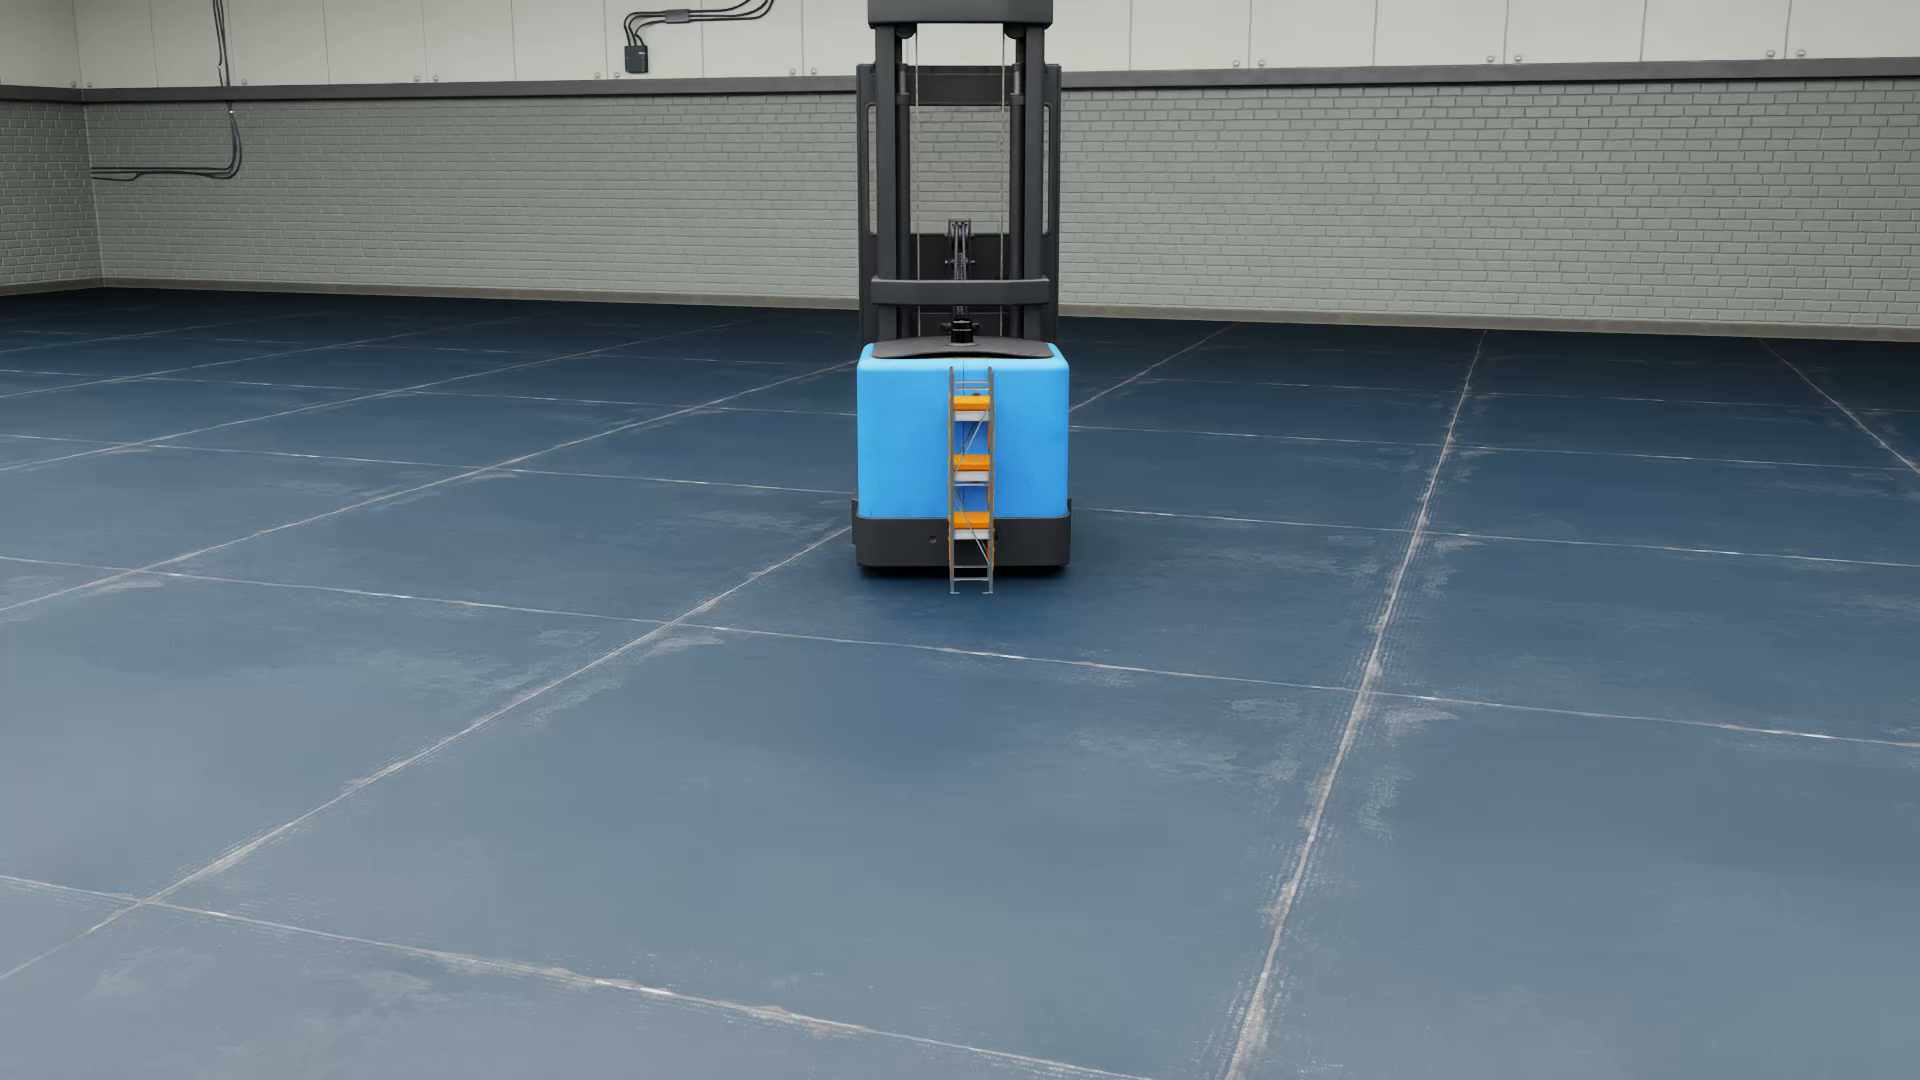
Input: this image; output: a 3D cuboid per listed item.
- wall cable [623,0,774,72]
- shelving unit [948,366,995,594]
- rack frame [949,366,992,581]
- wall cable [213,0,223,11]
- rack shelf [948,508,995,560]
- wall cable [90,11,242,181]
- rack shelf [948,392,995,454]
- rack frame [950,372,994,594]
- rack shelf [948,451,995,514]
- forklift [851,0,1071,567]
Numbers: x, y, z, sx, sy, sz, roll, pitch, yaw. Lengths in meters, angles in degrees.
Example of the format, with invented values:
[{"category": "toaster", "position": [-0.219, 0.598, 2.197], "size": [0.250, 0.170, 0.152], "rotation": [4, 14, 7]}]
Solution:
[{"category": "wall cable", "position": [-3.553, -9.360, 22.131], "size": [2.305, 6.003, 0.169], "rotation": [4, 14, 18]}, {"category": "shelving unit", "position": [0.052, -0.285, 7.875], "size": [0.215, 1.050, 0.252], "rotation": [0, 13, -1]}, {"category": "rack frame", "position": [0.050, -0.312, 7.994], "size": [0.200, 1.050, 0.008], "rotation": [0, 13, -1]}, {"category": "wall cable", "position": [-9.971, -9.142, 24.448], "size": [3.097, 2.526, 0.112], "rotation": [4, 14, 18]}, {"category": "rack shelf", "position": [0.052, -0.003, 7.939], "size": [0.215, 0.259, 0.240], "rotation": [0, 13, -1]}, {"category": "wall cable", "position": [-12.531, -6.875, 25.864], "size": [3.097, 2.526, 0.112], "rotation": [4, 14, 18]}, {"category": "rack shelf", "position": [0.052, -0.551, 7.814], "size": [0.215, 0.259, 0.240], "rotation": [0, 13, -1]}, {"category": "rack frame", "position": [0.055, -0.257, 7.756], "size": [0.200, 1.050, 0.008], "rotation": [0, 13, -1]}, {"category": "rack shelf", "position": [0.052, -0.274, 7.877], "size": [0.215, 0.259, 0.240], "rotation": [0, 13, -1]}, {"category": "forklift", "position": [-0.012, -1.567, 9.268], "size": [1.130, 2.935, 3.031], "rotation": [0, 13, -1]}]
